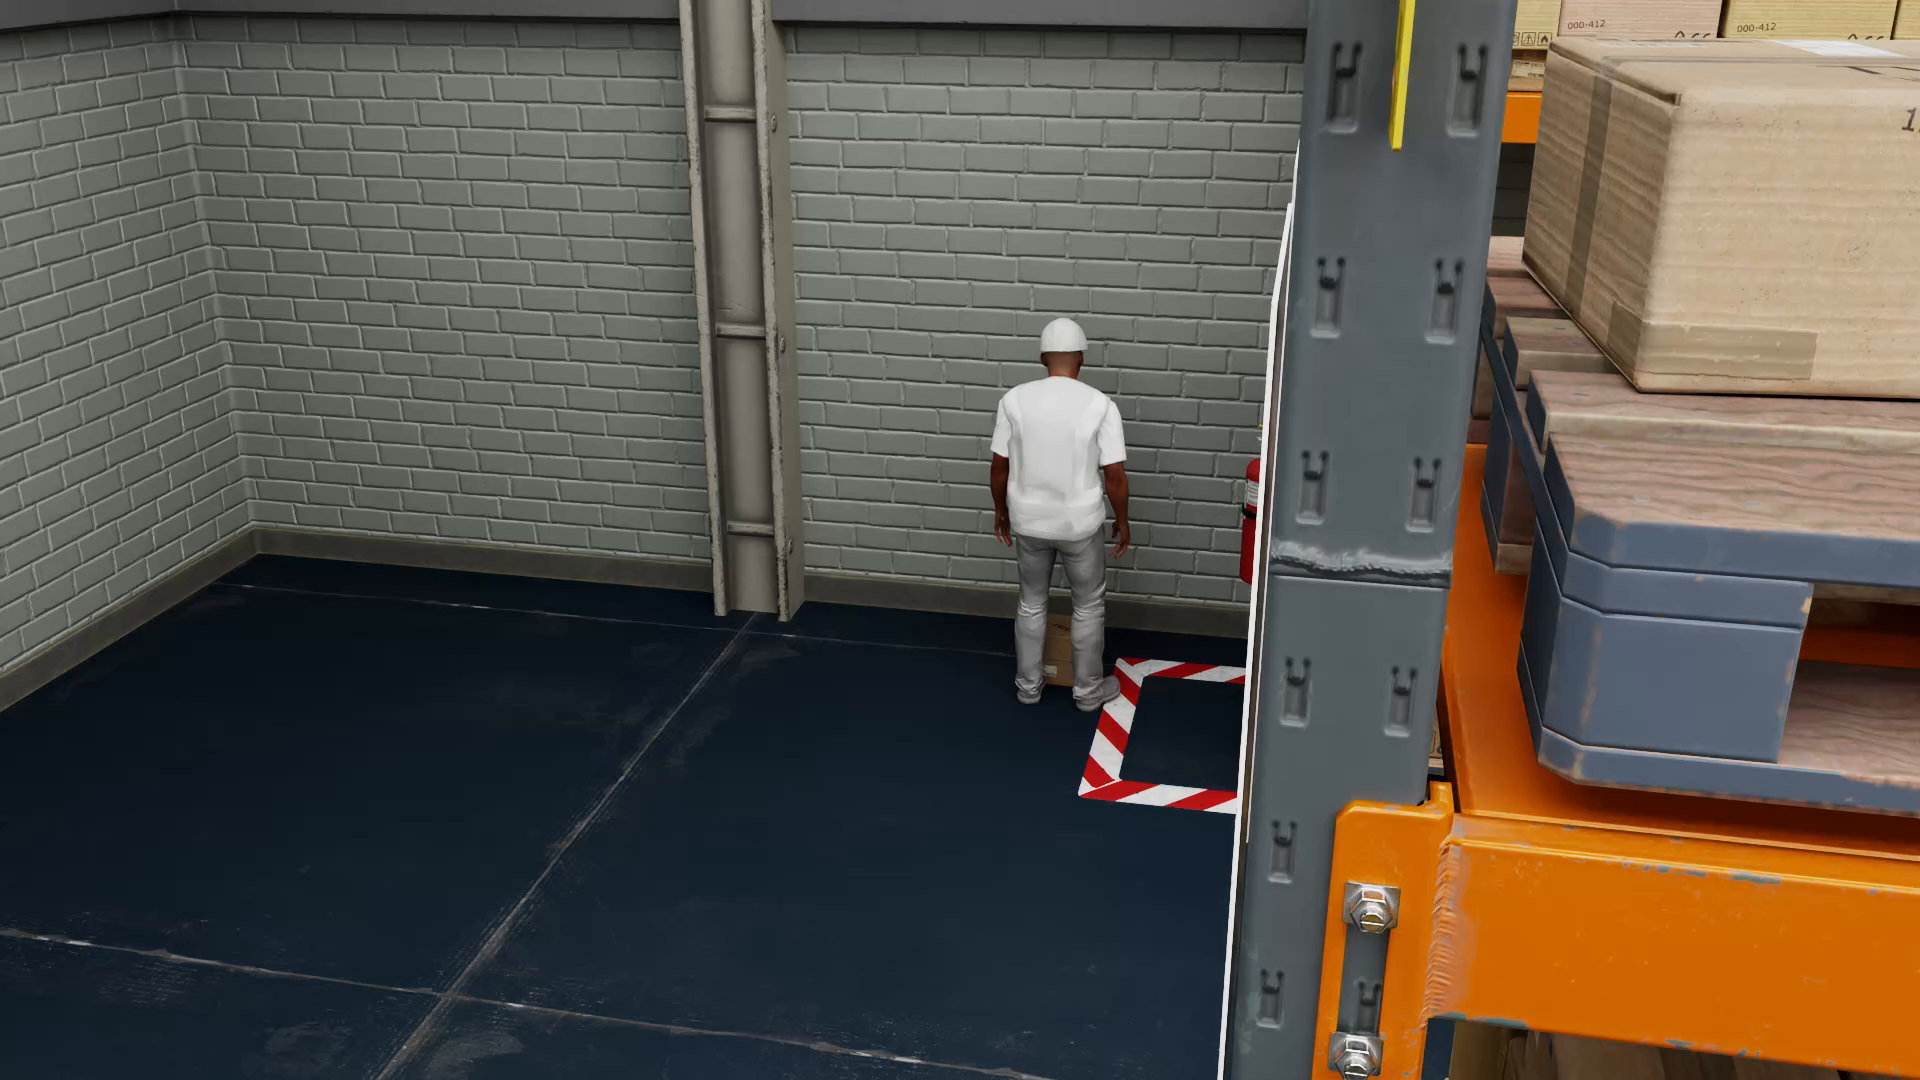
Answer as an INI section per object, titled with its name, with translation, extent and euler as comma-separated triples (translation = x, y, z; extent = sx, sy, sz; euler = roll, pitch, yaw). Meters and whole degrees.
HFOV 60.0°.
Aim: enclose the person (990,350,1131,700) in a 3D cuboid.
[person]
translation = 0.444, -0.112, 7.315
extent = 0.625, 1.661, 0.357
euler = 7, 22, 17
